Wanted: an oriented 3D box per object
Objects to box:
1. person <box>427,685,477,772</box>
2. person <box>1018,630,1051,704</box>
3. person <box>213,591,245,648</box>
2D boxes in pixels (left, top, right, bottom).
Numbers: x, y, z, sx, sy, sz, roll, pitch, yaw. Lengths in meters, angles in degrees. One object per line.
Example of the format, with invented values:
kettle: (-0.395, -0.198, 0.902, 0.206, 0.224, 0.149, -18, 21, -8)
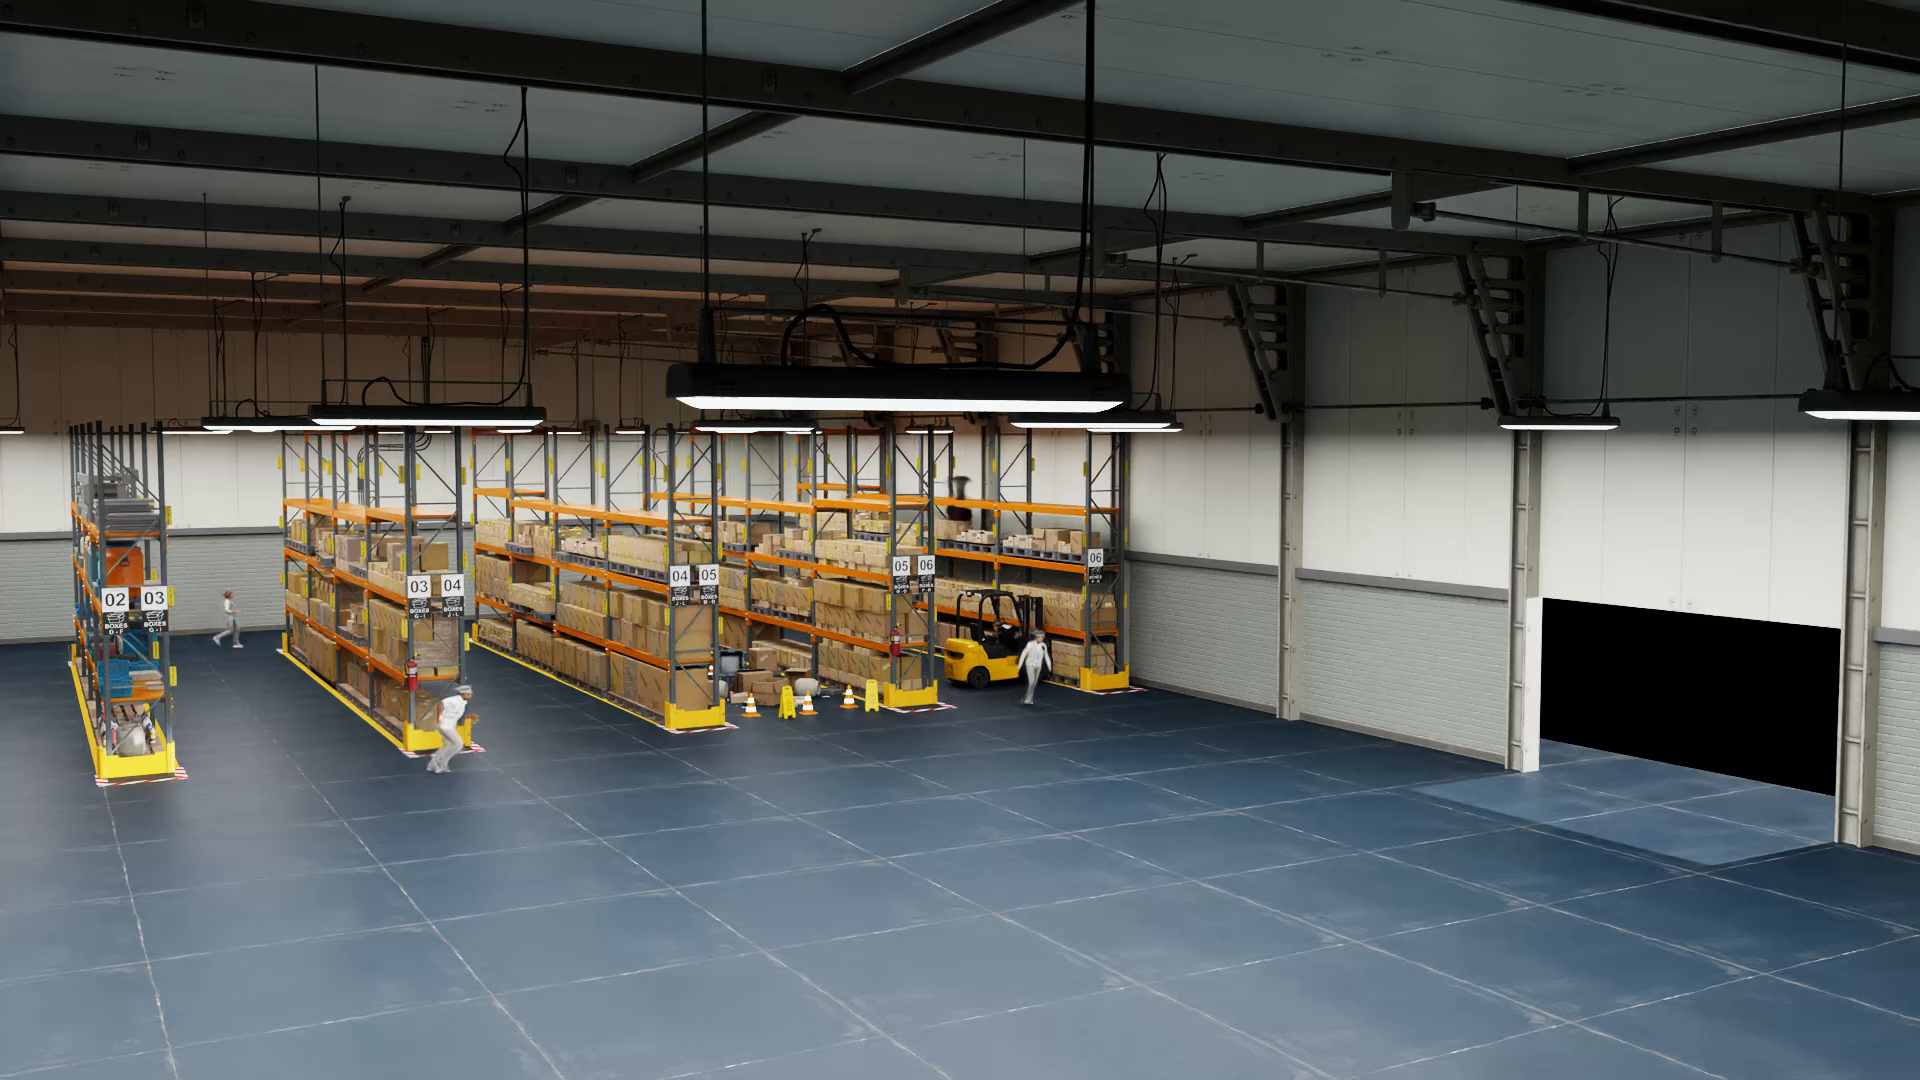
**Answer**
person: (-8.661, 3.219, 28.260, 0.878, 1.497, 0.614, 0, 4, 5)
person: (1.602, 2.718, 35.446, 0.600, 1.610, 0.669, -2, 4, -25)
person: (-19.824, 2.163, 45.063, 0.771, 1.542, 0.551, -1, 4, -19)
